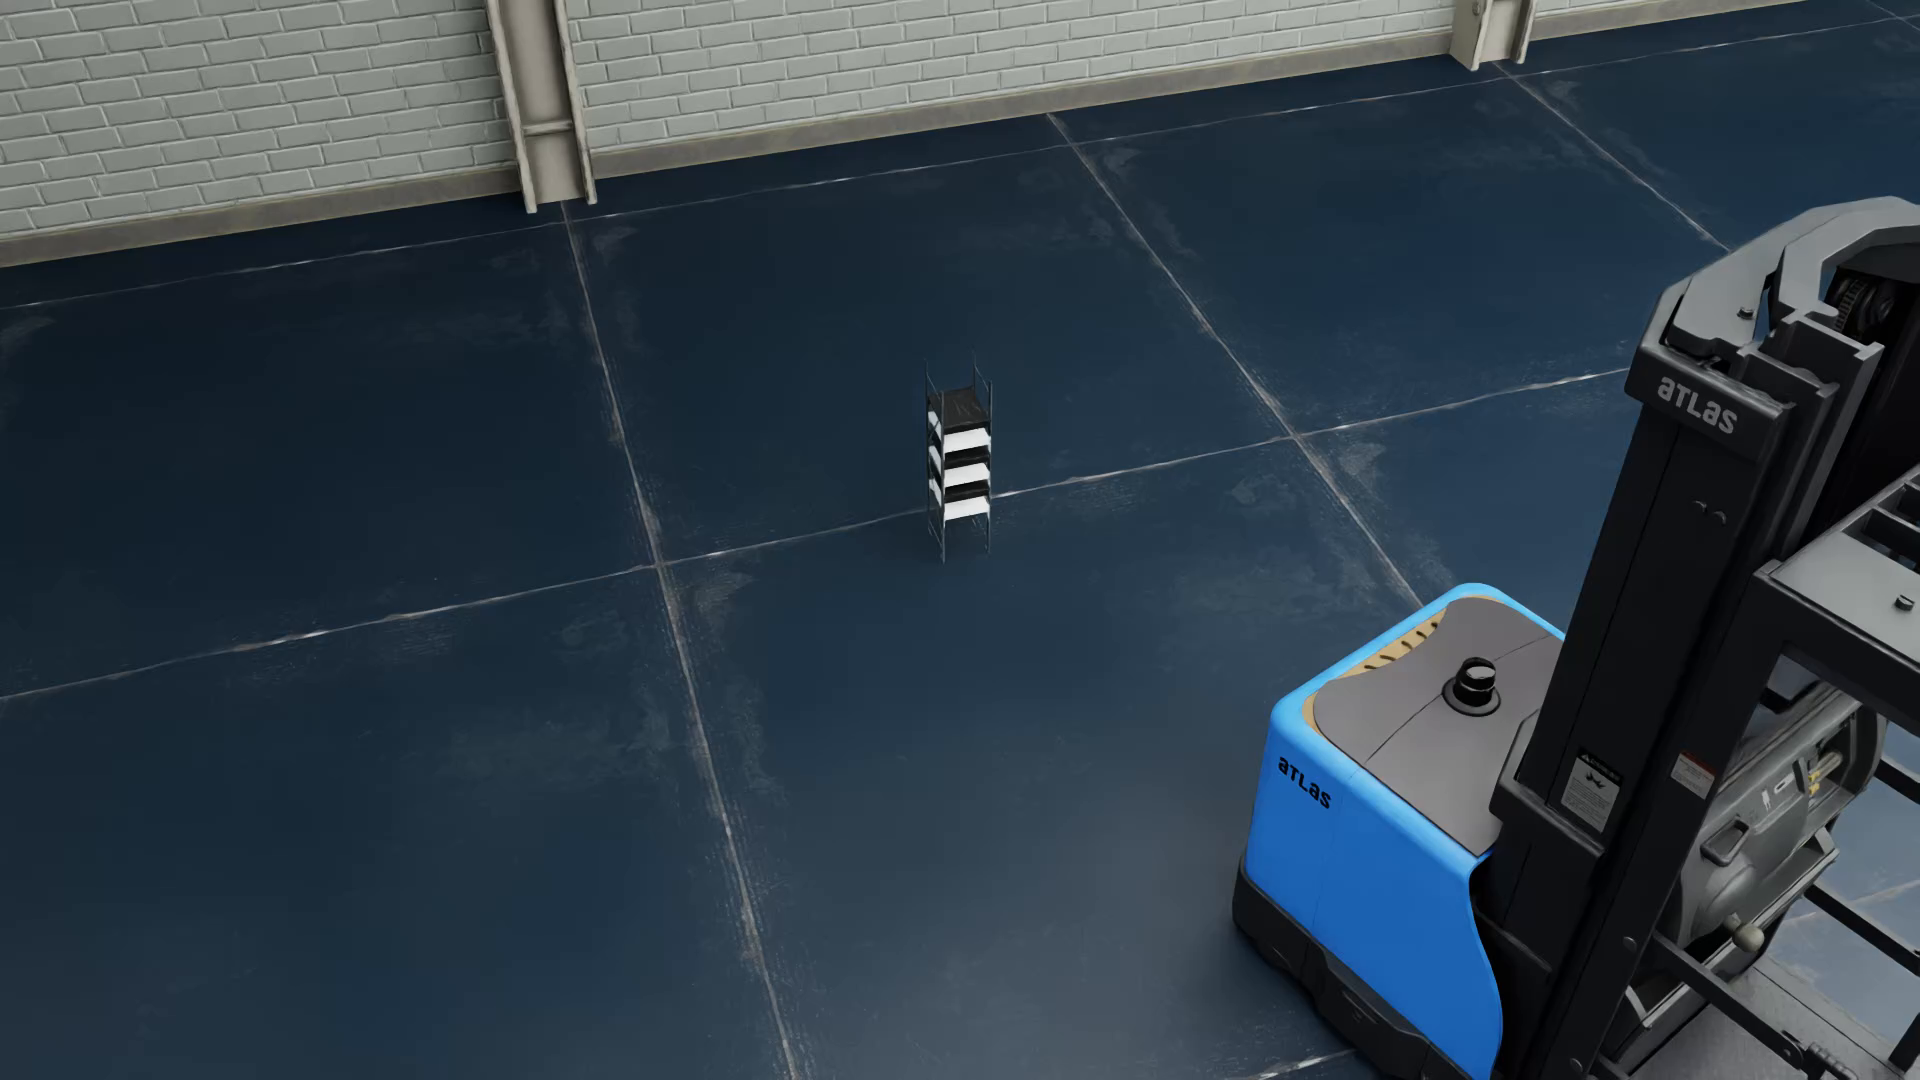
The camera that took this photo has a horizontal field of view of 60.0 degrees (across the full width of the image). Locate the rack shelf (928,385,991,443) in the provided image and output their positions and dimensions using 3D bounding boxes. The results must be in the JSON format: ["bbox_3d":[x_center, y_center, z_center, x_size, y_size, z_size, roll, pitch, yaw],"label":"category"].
[{"bbox_3d":[-0.008,-0.516,6.796,0.200,0.077,0.258,-12,42,-13],"label":"rack shelf"}]

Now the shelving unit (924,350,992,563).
[{"bbox_3d":[-0.008,-0.337,6.952,0.210,0.900,0.258,-12,42,-13],"label":"shelving unit"}]

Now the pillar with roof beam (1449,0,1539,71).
[{"bbox_3d":[4.725,-3.845,4.811,0.400,9.000,9.100,-12,42,-13],"label":"pillar with roof beam"}]

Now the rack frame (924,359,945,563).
[{"bbox_3d":[-0.105,-0.317,6.929,0.006,0.900,0.240,-12,42,-13],"label":"rack frame"}]

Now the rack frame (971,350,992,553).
[{"bbox_3d":[0.089,-0.357,6.975,0.006,0.900,0.240,-12,42,-13],"label":"rack frame"}]

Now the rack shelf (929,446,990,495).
[{"bbox_3d":[-0.008,-0.312,6.974,0.200,0.077,0.258,-12,42,-13],"label":"rack shelf"}]

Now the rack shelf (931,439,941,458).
[{"bbox_3d":[-0.008,-0.391,6.905,0.184,0.015,0.199,-12,42,-13],"label":"rack shelf"}]

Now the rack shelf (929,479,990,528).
[{"bbox_3d":[-0.008,-0.177,7.092,0.200,0.077,0.258,-12,42,-13],"label":"rack shelf"}]

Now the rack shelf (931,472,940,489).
[{"bbox_3d":[-0.008,-0.256,7.023,0.184,0.015,0.199,-12,42,-13],"label":"rack shelf"}]

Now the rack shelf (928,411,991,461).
[{"bbox_3d":[-0.008,-0.448,6.856,0.200,0.077,0.258,-12,42,-13],"label":"rack shelf"}]

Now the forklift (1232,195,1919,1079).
[{"bbox_3d":[2.232,0.780,4.129,1.130,2.935,3.031,-27,48,-28],"label":"forklift"}]

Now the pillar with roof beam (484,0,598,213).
[{"bbox_3d":[-0.998,-2.659,3.454,0.400,9.000,9.100,-12,42,-13],"label":"pillar with roof beam"}]
